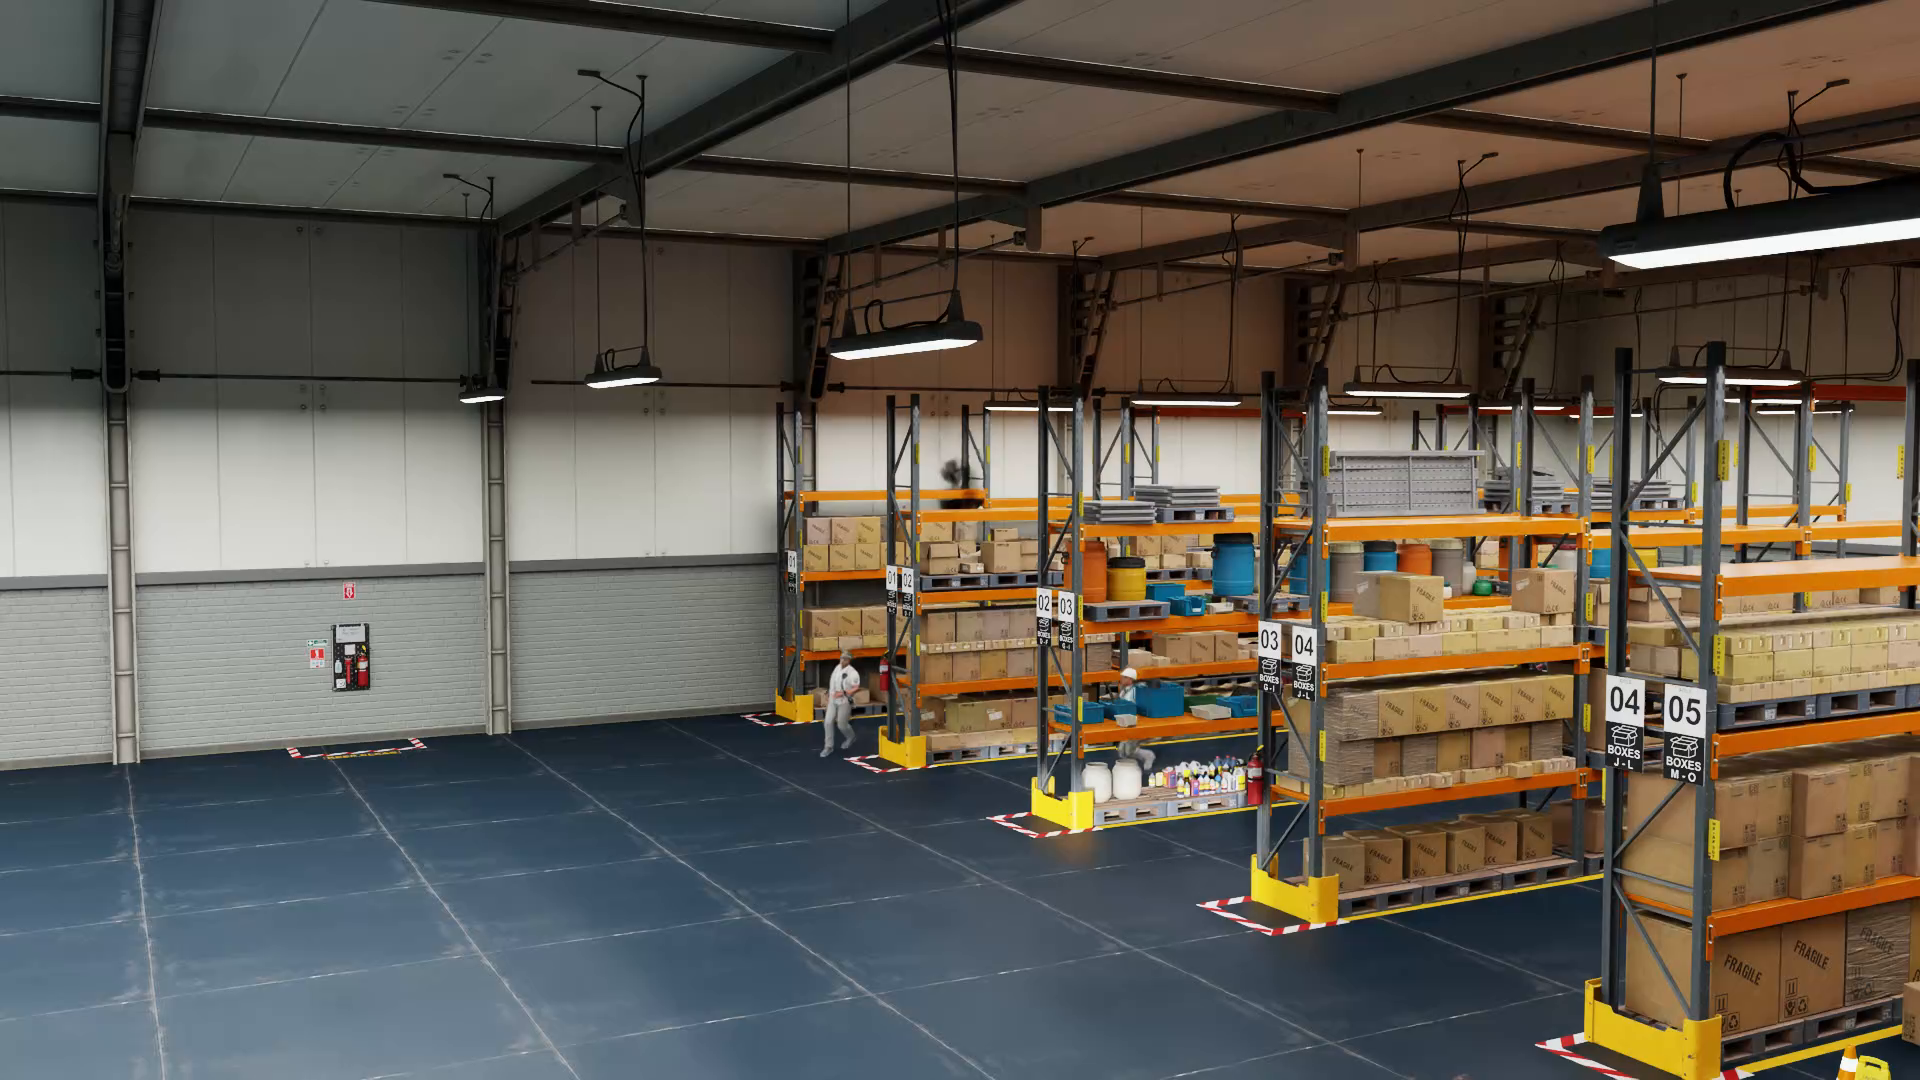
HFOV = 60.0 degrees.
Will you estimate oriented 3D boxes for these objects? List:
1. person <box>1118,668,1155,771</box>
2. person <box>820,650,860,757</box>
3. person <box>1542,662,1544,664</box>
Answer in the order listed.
[{"bbox_3d":[2.717,2.851,25.670,0.651,1.756,0.668,-2,4,-28],"label":"person"},{"bbox_3d":[-1.940,2.720,27.901,0.680,1.781,0.836,2,4,33],"label":"person"},{"bbox_3d":[11.080,2.607,31.098,0.541,1.601,0.594,-2,4,-33],"label":"person"}]
